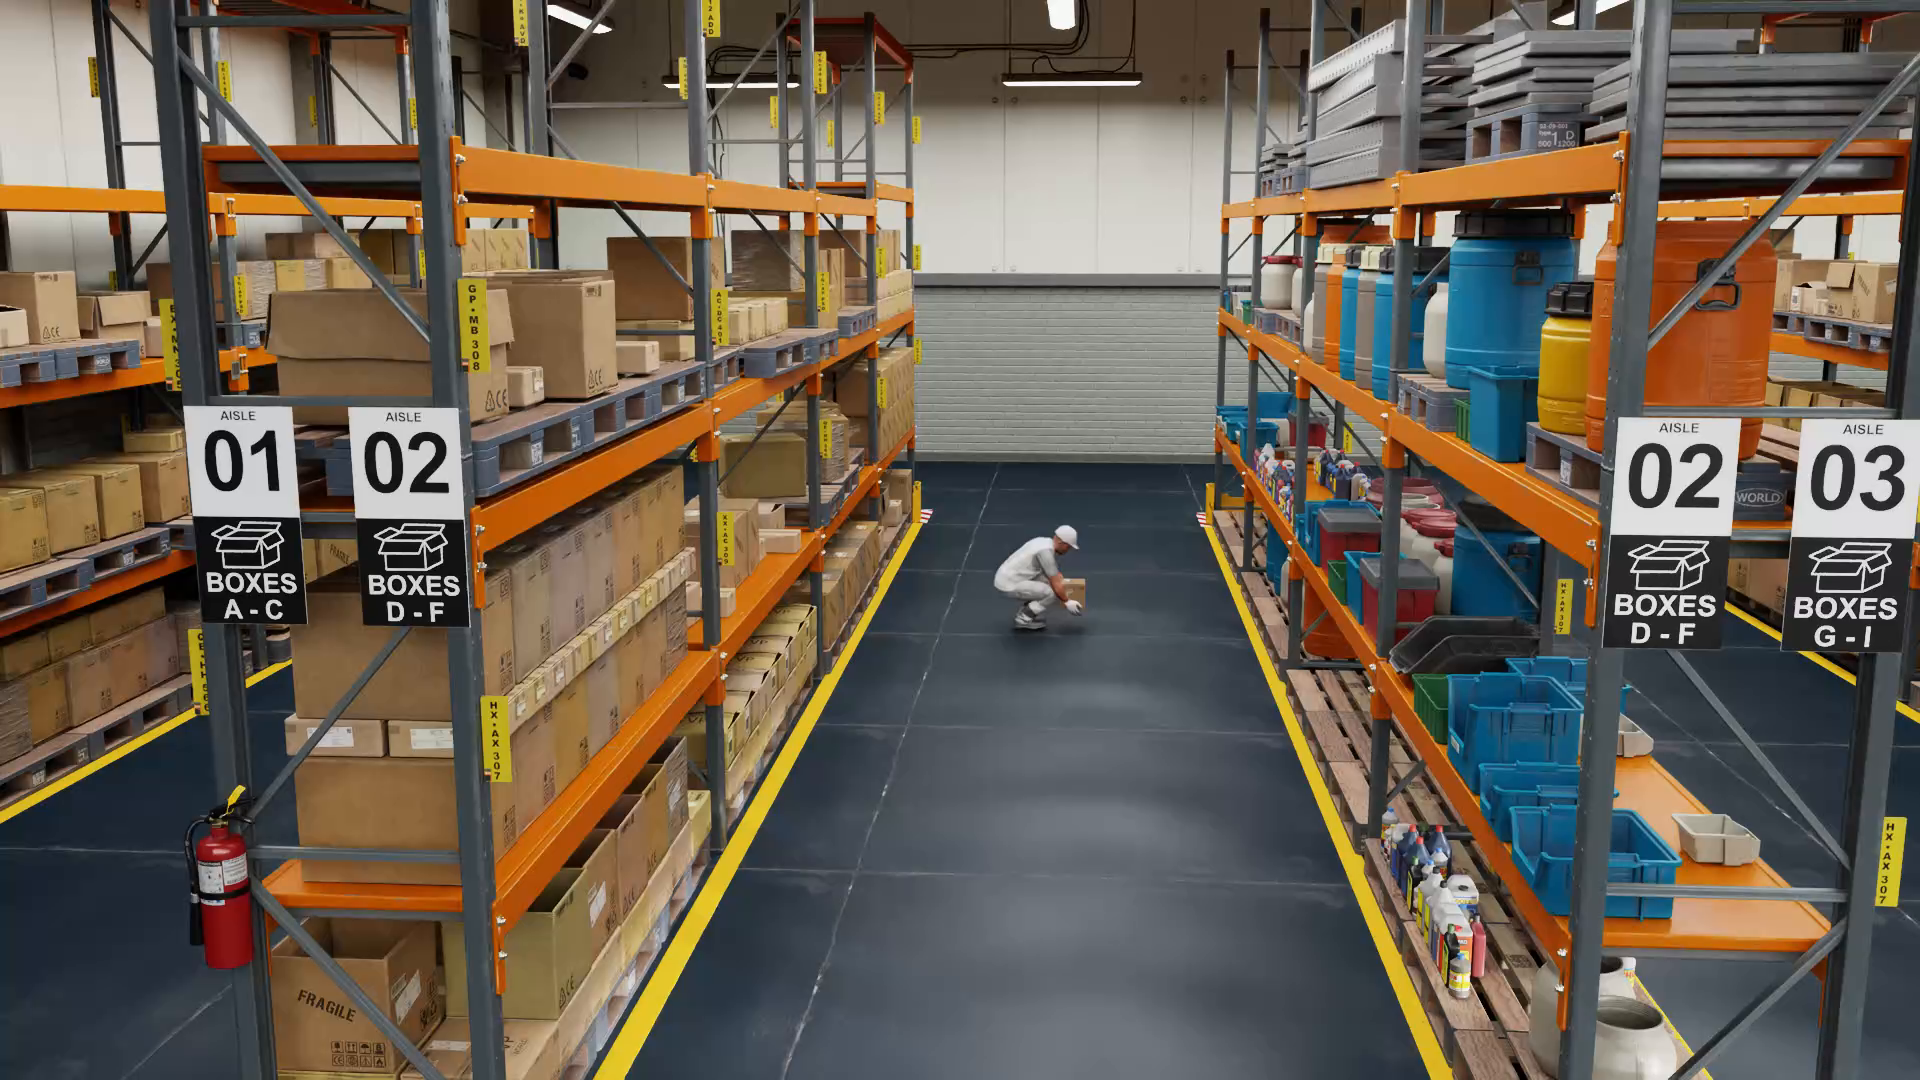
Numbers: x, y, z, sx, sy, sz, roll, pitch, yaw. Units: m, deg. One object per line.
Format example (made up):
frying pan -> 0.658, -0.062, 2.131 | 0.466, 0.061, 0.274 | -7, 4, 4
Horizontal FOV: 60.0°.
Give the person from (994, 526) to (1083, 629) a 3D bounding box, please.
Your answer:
person -> 0.763, 0.353, 16.155 | 0.865, 0.993, 0.562 | 1, 11, 4
